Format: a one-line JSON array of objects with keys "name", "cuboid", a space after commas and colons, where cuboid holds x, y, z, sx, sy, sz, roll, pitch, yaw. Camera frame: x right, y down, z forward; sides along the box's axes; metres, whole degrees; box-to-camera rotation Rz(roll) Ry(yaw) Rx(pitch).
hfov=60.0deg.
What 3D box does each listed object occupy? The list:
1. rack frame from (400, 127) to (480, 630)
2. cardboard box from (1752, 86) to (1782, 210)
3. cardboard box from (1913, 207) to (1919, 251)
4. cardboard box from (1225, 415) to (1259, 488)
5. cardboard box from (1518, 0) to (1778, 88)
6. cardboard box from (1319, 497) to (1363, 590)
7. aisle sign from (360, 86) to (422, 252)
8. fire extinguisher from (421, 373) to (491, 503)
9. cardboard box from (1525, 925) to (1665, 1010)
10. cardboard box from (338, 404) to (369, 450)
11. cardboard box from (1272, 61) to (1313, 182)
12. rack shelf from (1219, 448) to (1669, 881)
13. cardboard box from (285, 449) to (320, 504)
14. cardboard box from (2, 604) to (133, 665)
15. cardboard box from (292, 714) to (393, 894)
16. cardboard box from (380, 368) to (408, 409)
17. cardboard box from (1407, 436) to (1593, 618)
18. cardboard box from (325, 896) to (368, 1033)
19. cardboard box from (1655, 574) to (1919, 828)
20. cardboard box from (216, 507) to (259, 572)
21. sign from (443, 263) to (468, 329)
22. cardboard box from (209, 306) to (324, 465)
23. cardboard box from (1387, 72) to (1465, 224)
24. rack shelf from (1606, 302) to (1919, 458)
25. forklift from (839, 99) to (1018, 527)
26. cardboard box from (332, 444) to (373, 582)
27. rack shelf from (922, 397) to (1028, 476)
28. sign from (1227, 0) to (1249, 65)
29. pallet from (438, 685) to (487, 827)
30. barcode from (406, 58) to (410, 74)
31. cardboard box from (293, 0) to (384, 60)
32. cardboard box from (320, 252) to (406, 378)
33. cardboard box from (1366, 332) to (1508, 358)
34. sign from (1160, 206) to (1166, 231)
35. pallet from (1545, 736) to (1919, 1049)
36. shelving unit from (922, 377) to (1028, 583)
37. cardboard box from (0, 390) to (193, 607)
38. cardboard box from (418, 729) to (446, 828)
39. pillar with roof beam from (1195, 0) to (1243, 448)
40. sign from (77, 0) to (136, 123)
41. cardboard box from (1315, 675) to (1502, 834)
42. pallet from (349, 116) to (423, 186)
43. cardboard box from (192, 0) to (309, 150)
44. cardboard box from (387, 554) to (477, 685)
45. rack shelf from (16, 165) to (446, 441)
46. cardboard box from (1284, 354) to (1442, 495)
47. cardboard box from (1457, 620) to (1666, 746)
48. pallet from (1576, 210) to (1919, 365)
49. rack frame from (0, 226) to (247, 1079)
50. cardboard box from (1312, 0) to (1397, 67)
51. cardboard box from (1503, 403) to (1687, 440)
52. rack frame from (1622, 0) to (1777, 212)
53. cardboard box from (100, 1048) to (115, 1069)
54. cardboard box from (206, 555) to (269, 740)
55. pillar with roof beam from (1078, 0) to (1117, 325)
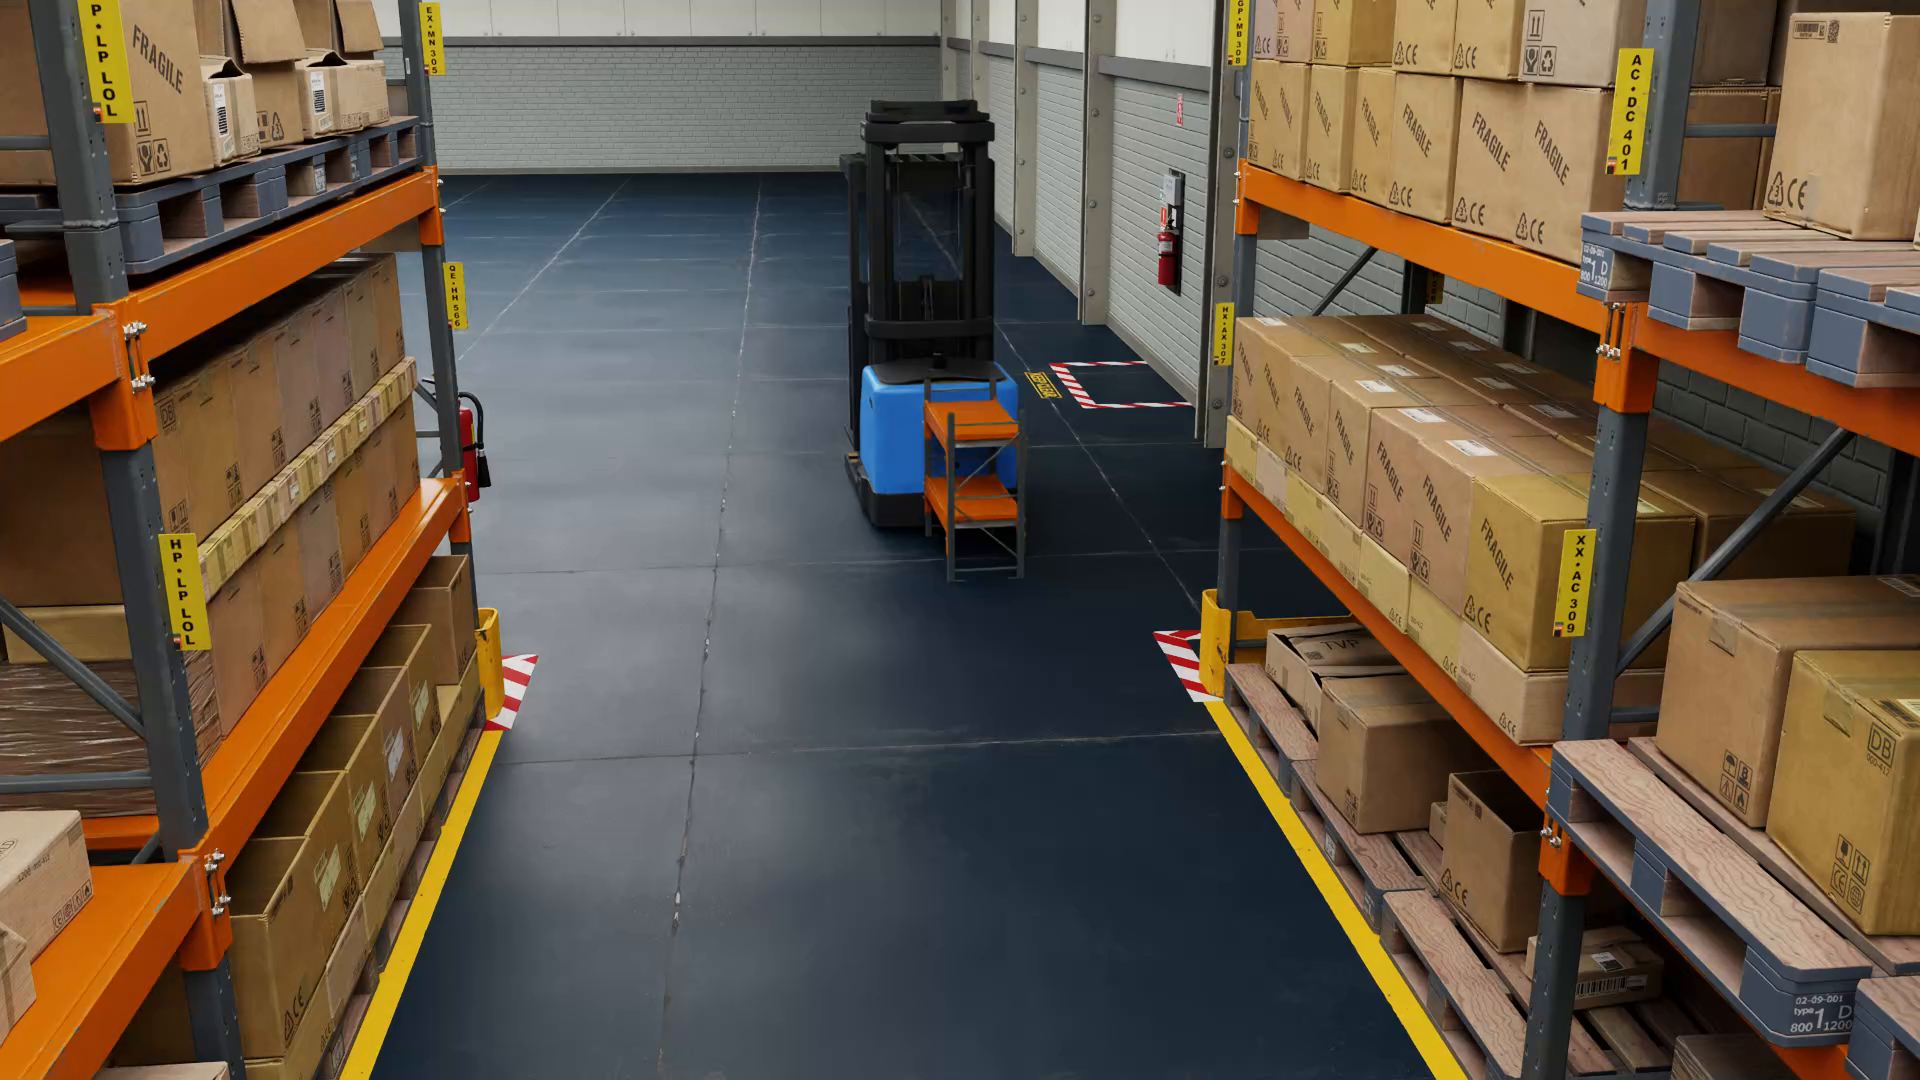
[{"name": "rack frame", "cuboid": [-3.015, -0.517, 8.317, 1.000, 3.000, 0.127, -2, 18, -6]}, {"name": "cardboard box", "cuboid": [2.524, -1.122, 5.035, 0.500, 0.500, 0.500, -1, 17, -4]}, {"name": "cardboard box", "cuboid": [2.364, -0.720, 3.402, 0.500, 0.311, 0.500, -1, 17, -4]}, {"name": "cardboard box", "cuboid": [1.646, -0.454, 8.333, 0.500, 0.250, 0.500, -2, 18, -7]}, {"name": "cardboard box", "cuboid": [2.003, -1.586, 4.844, 0.500, 0.500, 0.500, -3, 18, -10]}, {"name": "cardboard box", "cuboid": [1.810, 0.003, 6.878, 0.500, 0.250, 0.500, -2, 18, -5]}, {"name": "aisle sign", "cuboid": [-2.730, -1.786, 8.019, 0.394, 0.787, 0.004, -2, 18, -6]}, {"name": "fire extinguisher", "cuboid": [-2.565, -0.530, 8.487, 0.296, 0.674, 0.183, -2, 18, -6]}, {"name": "cardboard box", "cuboid": [2.239, 1.504, 5.875, 0.380, 0.166, 0.250, -4, 18, -13]}, {"name": "cardboard box", "cuboid": [-2.680, -0.459, 6.882, 0.380, 0.149, 0.250, -1, 17, -4]}, {"name": "cardboard box", "cuboid": [1.717, -1.891, 7.486, 0.500, 0.500, 0.500, -1, 17, -2]}, {"name": "rack shelf", "cuboid": [2.118, 0.268, 7.018, 1.077, 0.370, 4.000, -2, 18, -6]}, {"name": "cardboard box", "cuboid": [-2.601, -0.230, 6.153, 0.380, 0.149, 0.250, -2, 18, -6]}, {"name": "cardboard box", "cuboid": [-2.438, 0.231, 4.683, 0.380, 0.149, 0.250, -2, 18, -6]}, {"name": "cardboard box", "cuboid": [-2.442, 0.982, 6.178, 0.500, 0.500, 0.500, -2, 18, -6]}, {"name": "cardboard box", "cuboid": [-2.758, -0.689, 7.613, 0.380, 0.149, 0.250, -1, 17, -4]}, {"name": "cardboard box", "cuboid": [1.911, -0.055, 5.811, 0.500, 0.500, 0.500, -2, 18, -6]}, {"name": "cardboard box", "cuboid": [-2.395, 1.489, 5.815, 0.500, 0.250, 0.500, -2, 18, -6]}, {"name": "cardboard box", "cuboid": [2.343, 0.415, 4.445, 0.700, 0.500, 0.500, -2, 18, -5]}, {"name": "cardboard box", "cuboid": [-2.521, 0.002, 5.415, 0.380, 0.149, 0.250, -2, 18, -6]}, {"name": "sign", "cuboid": [-2.474, -1.195, 8.148, 0.100, 0.325, 0.005, -2, 18, -6]}, {"name": "cardboard box", "cuboid": [-2.810, -0.573, 6.161, 0.700, 0.500, 0.500, -2, 18, -6]}, {"name": "cardboard box", "cuboid": [1.892, -1.426, 6.003, 0.500, 0.500, 0.500, -2, 18, -8]}, {"name": "rack shelf", "cuboid": [2.530, 0.028, 2.773, 1.077, 0.370, 4.000, -2, 18, -6]}, {"name": "forklift", "cuboid": [-0.326, -1.887, 12.795, 1.130, 2.935, 3.031, -3, 18, -9]}, {"name": "cardboard box", "cuboid": [-2.875, -0.121, 6.888, 0.700, 0.500, 0.500, -2, 18, -5]}, {"name": "rack shelf", "cuboid": [0.086, -0.702, 11.057, 0.538, 0.278, 1.000, -3, 18, -9]}, {"name": "sign", "cuboid": [1.372, -2.503, 8.174, 0.100, 0.325, 0.005, -2, 18, -6]}, {"name": "pallet", "cuboid": [-2.895, 1.040, 8.013, 1.003, 0.211, 1.213, -2, 18, -6]}, {"name": "barcode", "cuboid": [-2.504, -2.150, 7.542, 0.001, 0.075, 0.075, -2, 18, -6]}, {"name": "cardboard box", "cuboid": [-2.960, -2.094, 7.223, 0.797, 0.503, 0.637, -1, 17, -2]}, {"name": "cardboard box", "cuboid": [-2.974, -1.029, 7.613, 0.700, 0.500, 0.500, -2, 18, -5]}, {"name": "cardboard box", "cuboid": [2.214, -0.683, 7.810, 0.500, 0.500, 0.500, -2, 17, -5]}, {"name": "sign", "cuboid": [2.054, -3.200, 16.801, 0.001, 0.329, 0.234, -2, 18, -6]}, {"name": "pallet", "cuboid": [2.258, 0.844, 4.301, 1.003, 0.211, 1.213, -2, 18, -6]}, {"name": "shelving unit", "cuboid": [0.086, -0.422, 11.145, 0.538, 1.125, 1.048, -3, 18, -9]}, {"name": "cardboard box", "cuboid": [-2.655, -0.124, 4.732, 0.700, 0.500, 0.500, -2, 18, -5]}, {"name": "cardboard box", "cuboid": [-2.549, 1.042, 7.239, 0.500, 0.250, 0.500, -2, 18, -6]}, {"name": "pillar with roof beam", "cuboid": [-2.057, -5.006, 12.601, 9.100, 9.000, 0.400, -2, 18, -6]}, {"name": "sign", "cuboid": [-2.064, -1.173, 4.010, 0.100, 0.325, 0.005, -2, 18, -6]}, {"name": "cardboard box", "cuboid": [1.978, 0.910, 7.209, 0.700, 0.500, 0.500, -3, 18, -9]}, {"name": "pallet", "cuboid": [-2.968, -1.695, 7.207, 1.003, 0.211, 1.213, -2, 18, -6]}, {"name": "cardboard box", "cuboid": [-2.647, -1.568, 5.548, 0.797, 0.503, 0.637, 0, 17, 0]}, {"name": "cardboard box", "cuboid": [-2.664, 0.387, 8.074, 0.500, 0.500, 0.500, -2, 18, -6]}, {"name": "rack shelf", "cuboid": [-2.809, -1.009, 6.077, 1.077, 0.370, 4.000, -2, 18, -6]}, {"name": "cardboard box", "cuboid": [1.750, -0.514, 7.272, 0.500, 0.500, 0.500, -2, 18, -7]}, {"name": "cardboard box", "cuboid": [1.974, 0.451, 5.451, 0.500, 0.250, 0.500, -2, 18, -6]}, {"name": "pallet", "cuboid": [2.282, -0.634, 3.995, 1.213, 0.211, 1.003, -2, 18, -6]}, {"name": "rack frame", "cuboid": [-2.603, 0.674, 4.521, 1.000, 3.000, 0.127, -2, 18, -6]}, {"name": "cardboard box", "cuboid": [1.775, -2.211, 6.835, 0.500, 0.500, 0.500, -1, 17, -4]}, {"name": "cardboard box", "cuboid": [2.388, -0.225, 6.351, 0.500, 0.500, 0.500, -1, 17, -4]}, {"name": "rack frame", "cuboid": [2.324, -2.342, 4.113, 1.000, 3.000, 0.127, -2, 18, -6]}, {"name": "cardboard box", "cuboid": [-2.868, 1.655, 5.289, 0.500, 0.250, 0.500, -2, 18, -6]}, {"name": "cardboard box", "cuboid": [-2.716, 0.338, 5.426, 0.700, 0.500, 0.500, -2, 18, -6]}, {"name": "pillar with roof beam", "cuboid": [-2.676, -6.794, 18.295, 9.100, 9.000, 0.400, -2, 18, -6]}]
